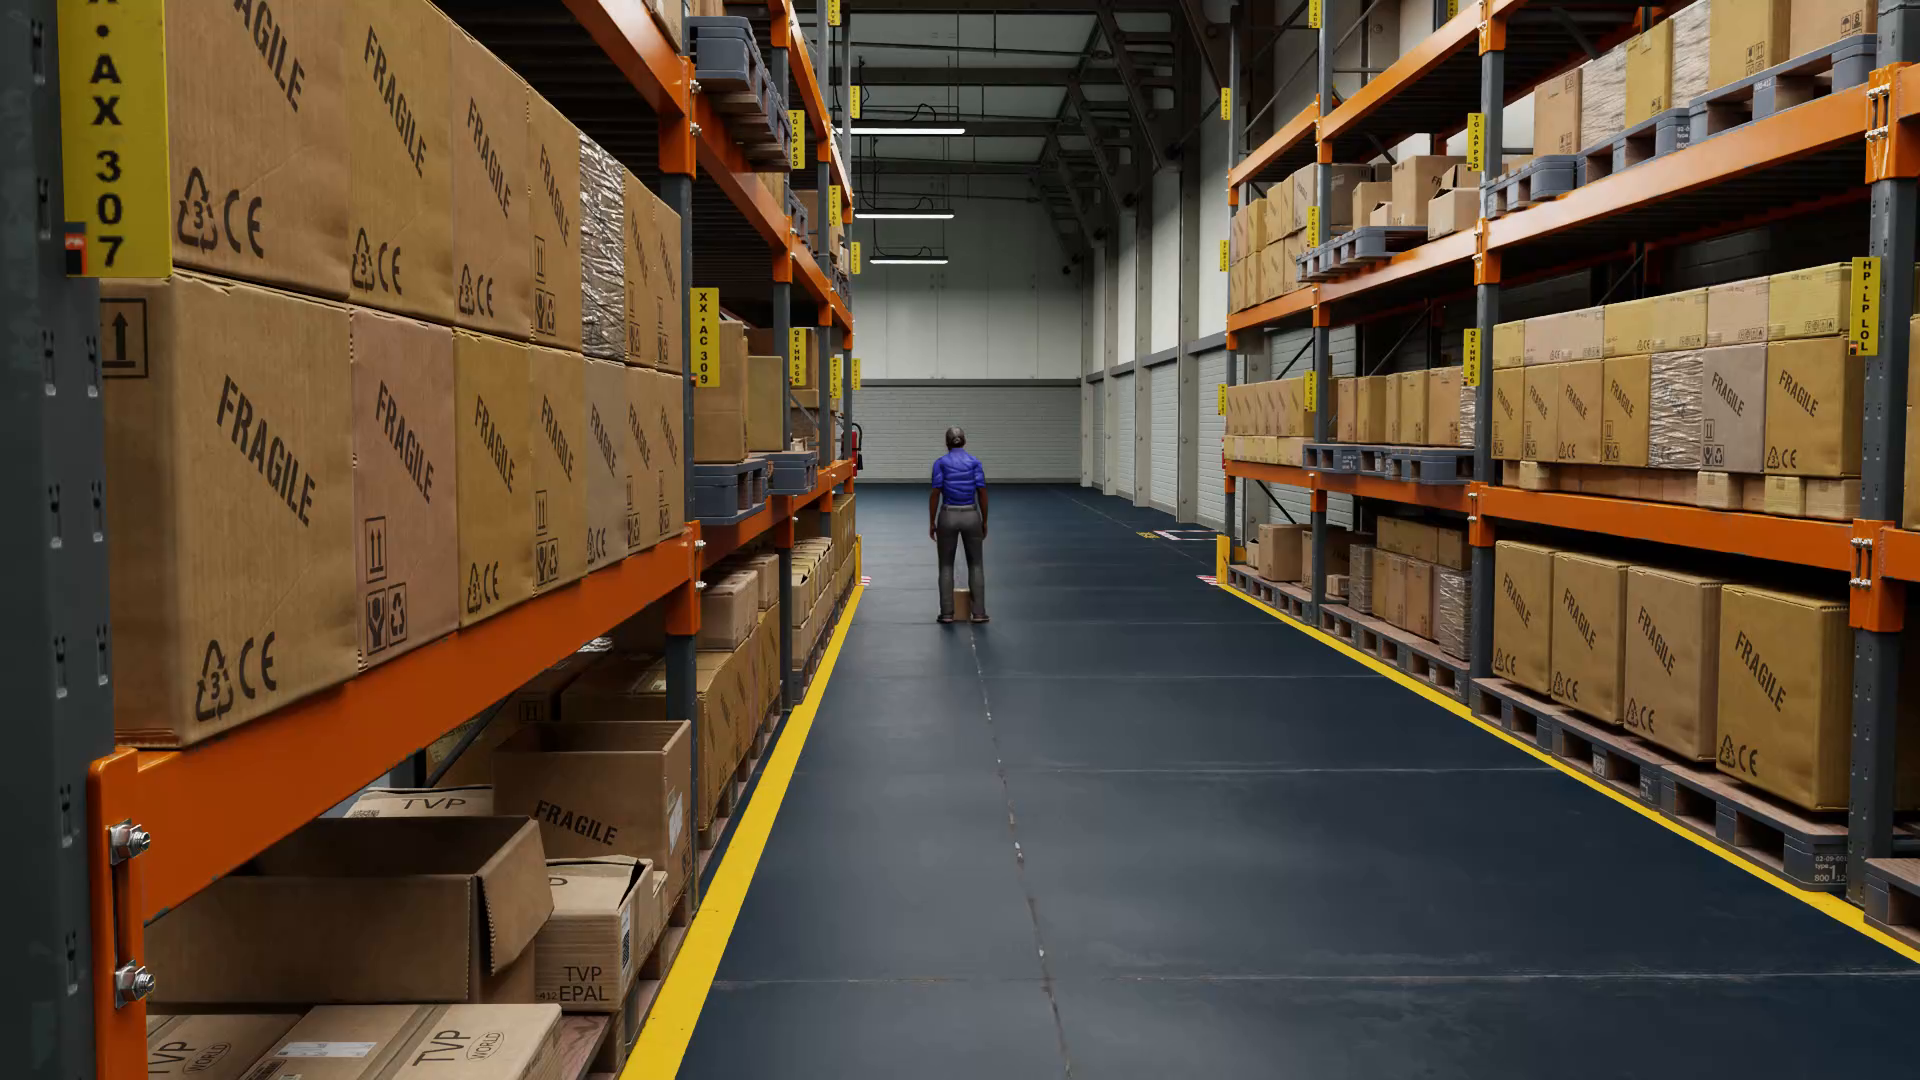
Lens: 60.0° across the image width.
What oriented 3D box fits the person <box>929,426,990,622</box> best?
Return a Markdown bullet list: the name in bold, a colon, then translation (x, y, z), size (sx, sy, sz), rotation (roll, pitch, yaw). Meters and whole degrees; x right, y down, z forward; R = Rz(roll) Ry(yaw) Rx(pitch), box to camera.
- **person**: translation (-0.001, -0.131, 13.991), size (0.524, 1.653, 0.352), rotation (0, 4, -5)
